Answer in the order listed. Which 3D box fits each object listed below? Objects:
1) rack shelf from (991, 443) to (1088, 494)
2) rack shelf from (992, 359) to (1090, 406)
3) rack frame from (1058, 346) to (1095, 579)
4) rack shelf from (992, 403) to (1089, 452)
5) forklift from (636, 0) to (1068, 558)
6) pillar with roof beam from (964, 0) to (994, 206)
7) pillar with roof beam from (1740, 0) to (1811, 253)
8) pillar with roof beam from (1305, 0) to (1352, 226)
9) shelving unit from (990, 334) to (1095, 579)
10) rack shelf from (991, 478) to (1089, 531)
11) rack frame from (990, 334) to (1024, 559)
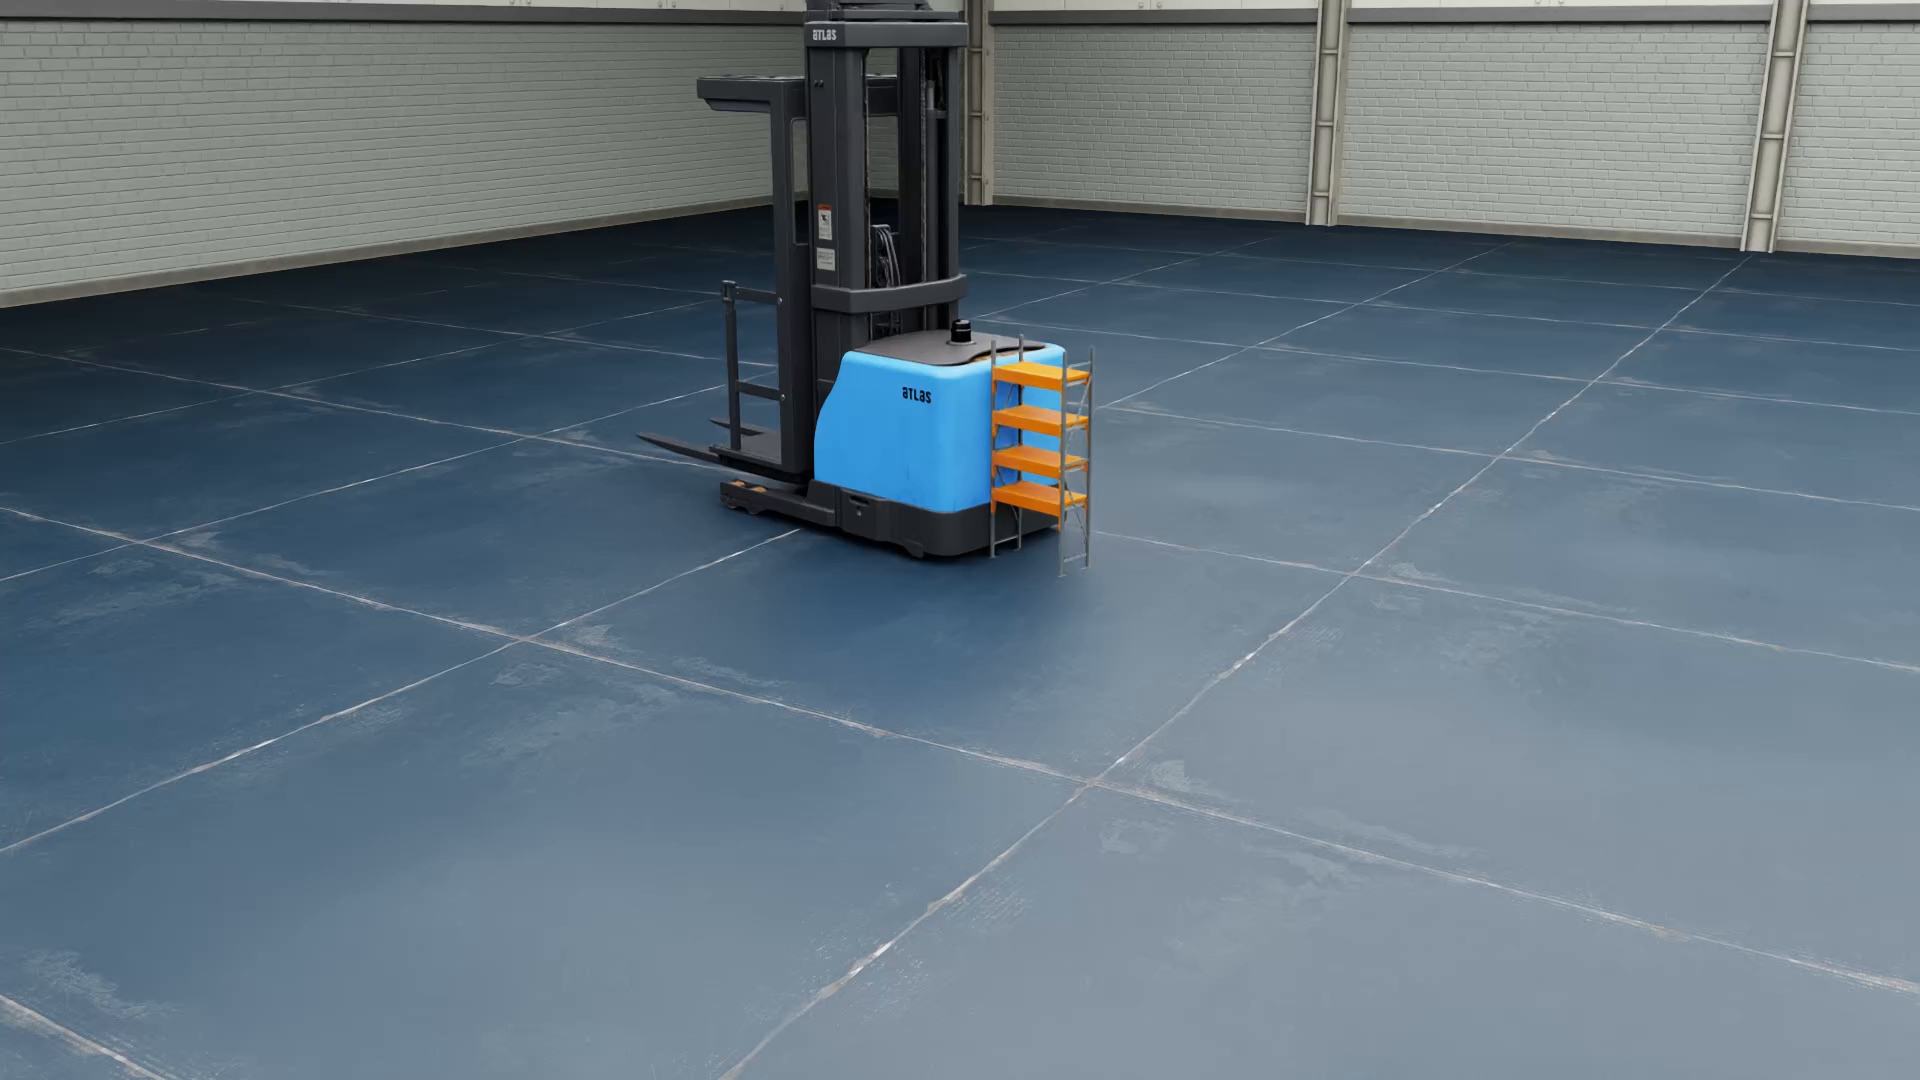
[{"bbox_3d":[0.428,-0.383,8.809,0.480,0.148,0.258,15,23,41],"label":"rack shelf"},{"bbox_3d":[0.428,-0.823,8.676,0.480,0.148,0.258,15,23,41],"label":"rack shelf"},{"bbox_3d":[0.605,-0.399,8.629,0.015,1.200,0.240,15,23,41],"label":"rack frame"},{"bbox_3d":[0.428,-0.597,8.744,0.480,0.148,0.258,15,23,41],"label":"rack shelf"},{"bbox_3d":[-0.802,-1.648,9.763,3.031,2.935,1.130,15,23,41],"label":"forklift"},{"bbox_3d":[-1.938,-8.890,23.164,0.400,9.000,9.100,10,20,30],"label":"pillar with roof beam"},{"bbox_3d":[8.287,-7.064,17.155,0.400,9.000,9.100,10,20,30],"label":"pillar with roof beam"},{"bbox_3d":[3.174,-7.977,20.159,0.400,9.000,9.100,10,20,30],"label":"pillar with roof beam"},{"bbox_3d":[0.428,-0.447,8.790,0.503,1.200,0.258,15,23,41],"label":"shelving unit"},{"bbox_3d":[0.428,-0.193,8.867,0.480,0.148,0.258,15,23,41],"label":"rack shelf"},{"bbox_3d":[0.251,-0.496,8.951,0.015,1.200,0.240,15,23,41],"label":"rack frame"}]
